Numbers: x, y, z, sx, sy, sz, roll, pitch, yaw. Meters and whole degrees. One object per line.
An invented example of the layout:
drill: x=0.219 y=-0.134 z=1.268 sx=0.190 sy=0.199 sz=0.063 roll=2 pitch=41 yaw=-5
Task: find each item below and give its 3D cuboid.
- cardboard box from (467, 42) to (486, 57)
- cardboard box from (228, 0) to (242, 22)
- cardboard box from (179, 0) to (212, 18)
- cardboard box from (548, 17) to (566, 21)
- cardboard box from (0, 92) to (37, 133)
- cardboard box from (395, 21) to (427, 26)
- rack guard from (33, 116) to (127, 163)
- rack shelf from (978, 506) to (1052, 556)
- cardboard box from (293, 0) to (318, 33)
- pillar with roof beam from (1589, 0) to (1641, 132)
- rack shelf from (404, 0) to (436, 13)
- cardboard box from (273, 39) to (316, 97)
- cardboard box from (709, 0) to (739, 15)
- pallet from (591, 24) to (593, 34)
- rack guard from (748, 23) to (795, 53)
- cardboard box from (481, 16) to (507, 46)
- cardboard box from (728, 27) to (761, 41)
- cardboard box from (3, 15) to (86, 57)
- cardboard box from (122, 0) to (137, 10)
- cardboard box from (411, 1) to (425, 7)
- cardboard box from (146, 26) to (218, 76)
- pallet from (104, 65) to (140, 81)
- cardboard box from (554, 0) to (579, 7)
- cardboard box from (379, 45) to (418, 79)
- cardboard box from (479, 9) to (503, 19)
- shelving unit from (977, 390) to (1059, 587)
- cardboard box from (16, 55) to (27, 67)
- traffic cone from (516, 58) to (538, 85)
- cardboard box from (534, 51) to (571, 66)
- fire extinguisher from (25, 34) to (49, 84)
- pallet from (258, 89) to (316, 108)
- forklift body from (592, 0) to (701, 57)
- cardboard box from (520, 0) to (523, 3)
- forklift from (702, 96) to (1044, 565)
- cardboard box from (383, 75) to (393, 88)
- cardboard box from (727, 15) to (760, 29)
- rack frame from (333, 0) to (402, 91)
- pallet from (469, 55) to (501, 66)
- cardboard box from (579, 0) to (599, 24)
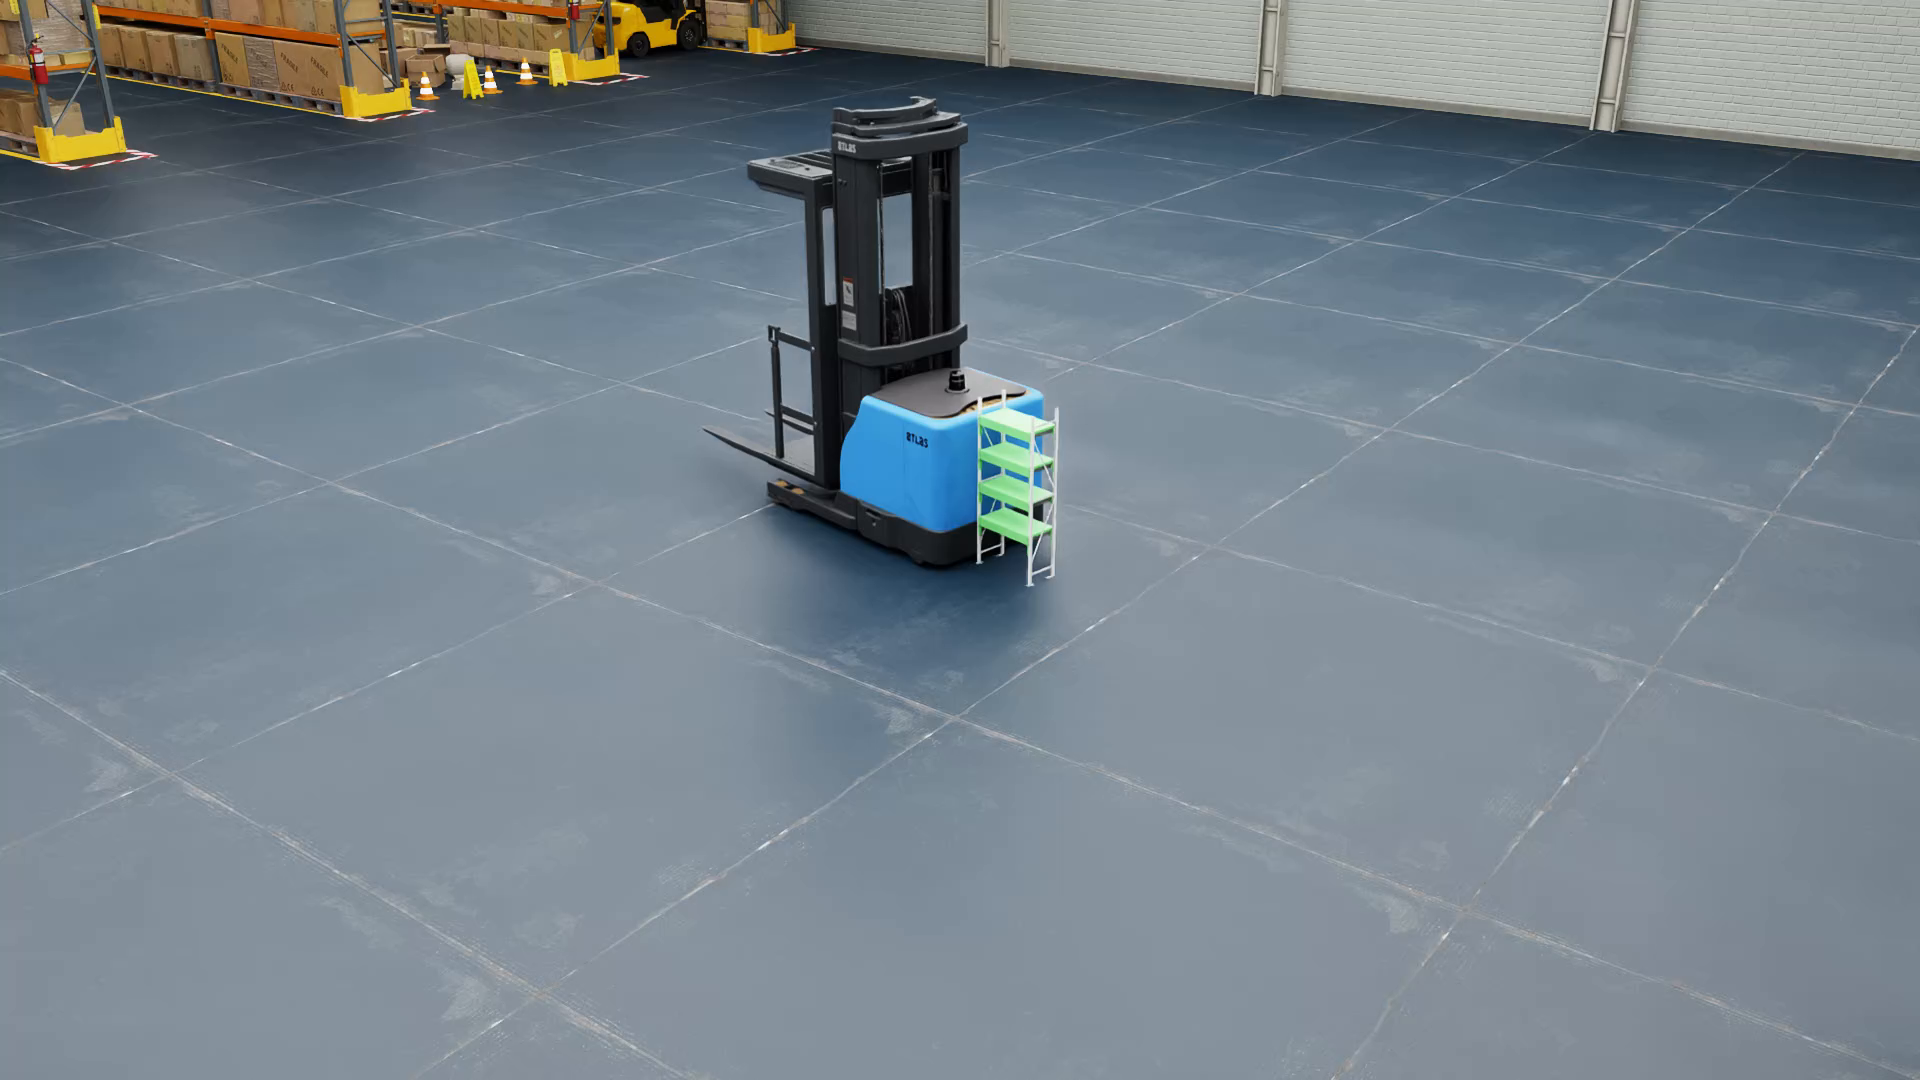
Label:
cardboard box: x=-9.460 y=-9.802 z=33.166 sx=0.500 sy=0.250 sz=0.500 roll=19 pitch=30 yaw=36
cardboard box: x=-12.336 y=-9.460 z=29.313 sx=0.550 sy=0.550 sz=0.875 roll=17 pitch=29 yaw=33
cardboard box: x=-13.670 y=-9.688 z=29.893 sx=0.500 sy=0.500 sz=0.500 roll=17 pitch=29 yaw=33
cardboard box: x=-7.923 y=-9.948 z=32.568 sx=0.500 sy=0.500 sz=0.500 roll=16 pitch=28 yaw=31
cardboard box: x=-14.425 y=-6.555 z=25.486 sx=0.500 sy=0.500 sz=0.500 roll=20 pitch=31 yaw=38
cardboard box: x=-11.760 y=-10.680 z=35.006 sx=0.625 sy=0.372 sz=0.950 roll=18 pitch=29 yaw=35
rack guard: x=-13.007 y=-5.933 z=24.596 sx=0.348 sy=0.500 sz=1.175 roll=17 pitch=29 yaw=33
rack shelf: x=0.376 y=-0.064 z=11.160 sx=0.258 sy=0.148 sz=0.480 roll=-21 pitch=31 yaw=-39
cardboard box: x=-10.668 y=-8.904 z=28.053 sx=0.550 sy=0.550 sz=0.875 roll=17 pitch=29 yaw=33
pillar with roof beam: x=7.776 y=-9.321 z=21.745 sx=0.400 sy=9.000 sz=9.100 roll=17 pitch=29 yaw=33
rack shelf: x=-11.804 y=-11.378 z=34.746 sx=4.000 sy=0.370 sz=1.077 roll=17 pitch=29 yaw=33
cardboard box: x=-11.179 y=-8.209 z=28.776 sx=0.875 sy=0.875 sz=0.875 roll=16 pitch=29 yaw=32
cardboard box: x=-4.997 y=-11.382 z=35.513 sx=0.500 sy=0.250 sz=0.500 roll=17 pitch=29 yaw=34
pallet: x=-7.843 y=-11.715 z=38.078 sx=1.213 sy=0.211 sz=1.003 roll=17 pitch=29 yaw=33
rack guard: x=-4.010 y=-10.709 z=35.435 sx=0.348 sy=0.500 sz=1.175 roll=17 pitch=29 yaw=33
cardboard box: x=-9.044 y=-10.019 z=32.729 sx=0.500 sy=0.500 sz=0.500 roll=19 pitch=30 yaw=36
cardboard box: x=-4.595 y=-10.804 z=35.441 sx=0.500 sy=0.250 sz=0.500 roll=17 pitch=29 yaw=34
cardboard box: x=-13.370 y=-7.383 z=24.293 sx=0.500 sy=0.500 sz=0.875 roll=17 pitch=29 yaw=33
cardboard box: x=-15.283 y=-10.175 z=31.000 sx=0.500 sy=0.500 sz=0.500 roll=17 pitch=29 yaw=33
cardboard box: x=-13.379 y=-13.619 z=41.519 sx=0.500 sy=0.500 sz=0.500 roll=18 pitch=30 yaw=36
cardboard box: x=-14.412 y=-9.120 z=30.999 sx=0.750 sy=0.750 sz=1.050 roll=17 pitch=29 yaw=33
pallet: x=-15.707 y=-9.078 z=32.092 sx=1.213 sy=0.211 sz=1.003 roll=17 pitch=29 yaw=33
cardboard box: x=-7.431 y=-10.163 z=31.407 sx=0.250 sy=0.149 sz=0.380 roll=18 pitch=29 yaw=35
cardboard box: x=-10.680 y=-9.007 z=31.401 sx=0.503 sy=0.637 sz=0.797 roll=17 pitch=29 yaw=33
cardboard box: x=-9.200 y=-10.330 z=32.630 sx=0.250 sy=0.149 sz=0.380 roll=19 pitch=30 yaw=36
shelving unit: x=0.376 y=-0.342 z=11.037 sx=0.258 sy=1.200 sz=0.503 roll=-21 pitch=31 yaw=-39
cardboard box: x=-13.498 y=-7.007 z=24.244 sx=0.250 sy=0.149 sz=0.380 roll=17 pitch=29 yaw=33
traffic cone: x=-8.121 y=-8.783 z=31.110 sx=0.334 sy=0.463 sz=0.336 roll=17 pitch=29 yaw=33
cardboard box: x=-7.830 y=-9.305 z=32.037 sx=0.500 sy=0.250 sz=0.500 roll=17 pitch=29 yaw=33
fire extinguisher: x=-13.131 y=-6.847 z=23.666 sx=0.183 sy=0.674 sz=0.296 roll=17 pitch=29 yaw=33
pallet: x=-11.550 y=-7.822 z=29.241 sx=1.213 sy=0.211 sz=1.003 roll=17 pitch=29 yaw=33
forklift body: x=-6.641 y=-11.340 z=34.820 sx=1.214 sy=2.155 sz=2.313 roll=17 pitch=29 yaw=33
cardboard box: x=-8.237 y=-10.417 z=31.984 sx=0.250 sy=0.149 sz=0.380 roll=17 pitch=29 yaw=34
forklift: x=-0.781 y=-1.680 z=11.928 sx=1.130 sy=2.935 sz=3.031 roll=-21 pitch=31 yaw=-39
cardboard box: x=-10.612 y=-8.529 z=30.779 sx=0.396 sy=0.266 sz=0.258 roll=-21 pitch=31 yaw=-39
cardboard box: x=-4.606 y=-11.038 z=35.351 sx=0.500 sy=0.250 sz=0.500 roll=16 pitch=29 yaw=33
rack frame: x=-9.891 y=-8.635 z=27.627 sx=0.127 sy=3.000 sz=1.000 roll=17 pitch=29 yaw=33
pallet: x=-9.645 y=-9.796 z=33.722 sx=1.213 sy=0.211 sz=1.003 roll=17 pitch=29 yaw=33
cardboard box: x=-8.270 y=-12.244 z=38.243 sx=0.625 sy=0.625 sz=0.875 roll=16 pitch=29 yaw=33
